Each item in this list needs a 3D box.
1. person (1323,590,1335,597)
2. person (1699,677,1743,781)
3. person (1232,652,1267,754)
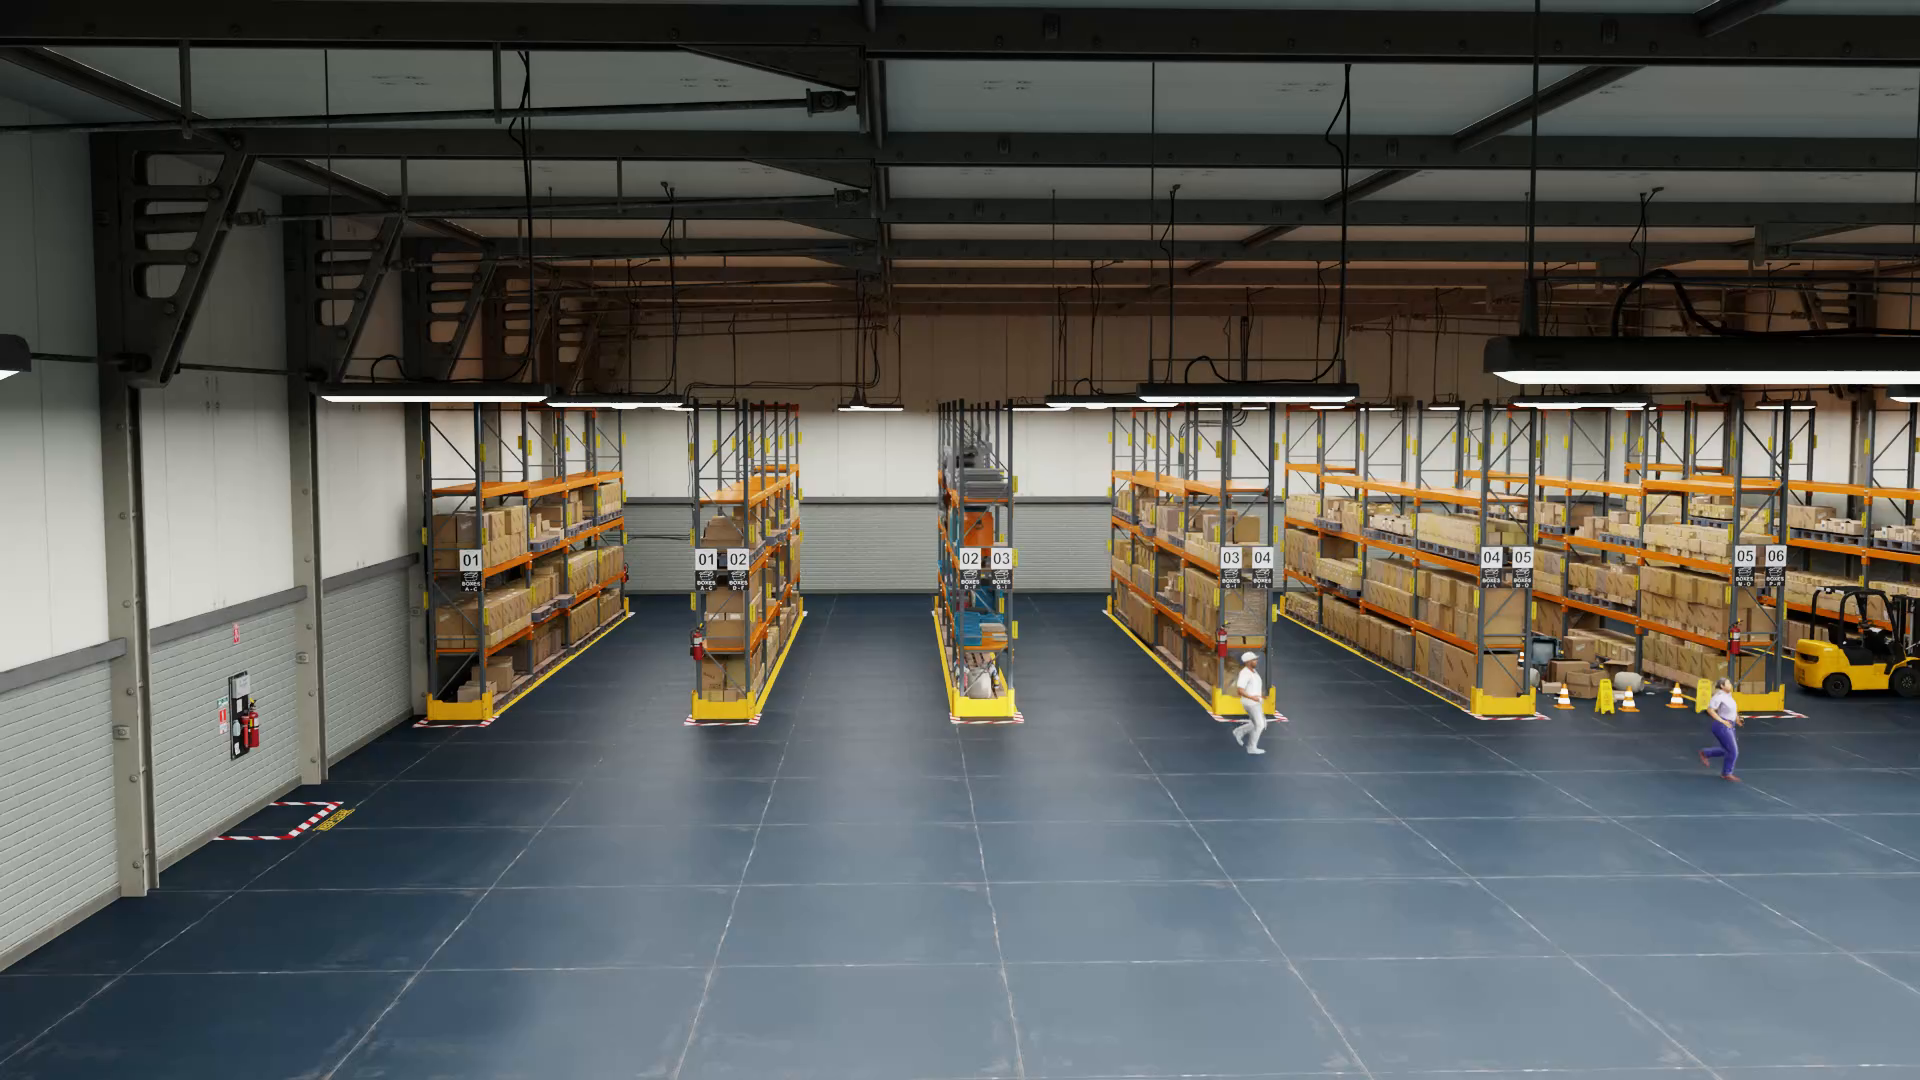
[{"bbox_3d":[10.760,1.197,48.865,0.756,1.592,1.191,-2,5,-29],"label":"person"},{"bbox_3d":[11.948,2.953,26.093,0.628,1.621,0.608,4,6,40],"label":"person"},{"bbox_3d":[4.867,2.737,28.008,0.609,1.717,0.697,2,5,25],"label":"person"}]
